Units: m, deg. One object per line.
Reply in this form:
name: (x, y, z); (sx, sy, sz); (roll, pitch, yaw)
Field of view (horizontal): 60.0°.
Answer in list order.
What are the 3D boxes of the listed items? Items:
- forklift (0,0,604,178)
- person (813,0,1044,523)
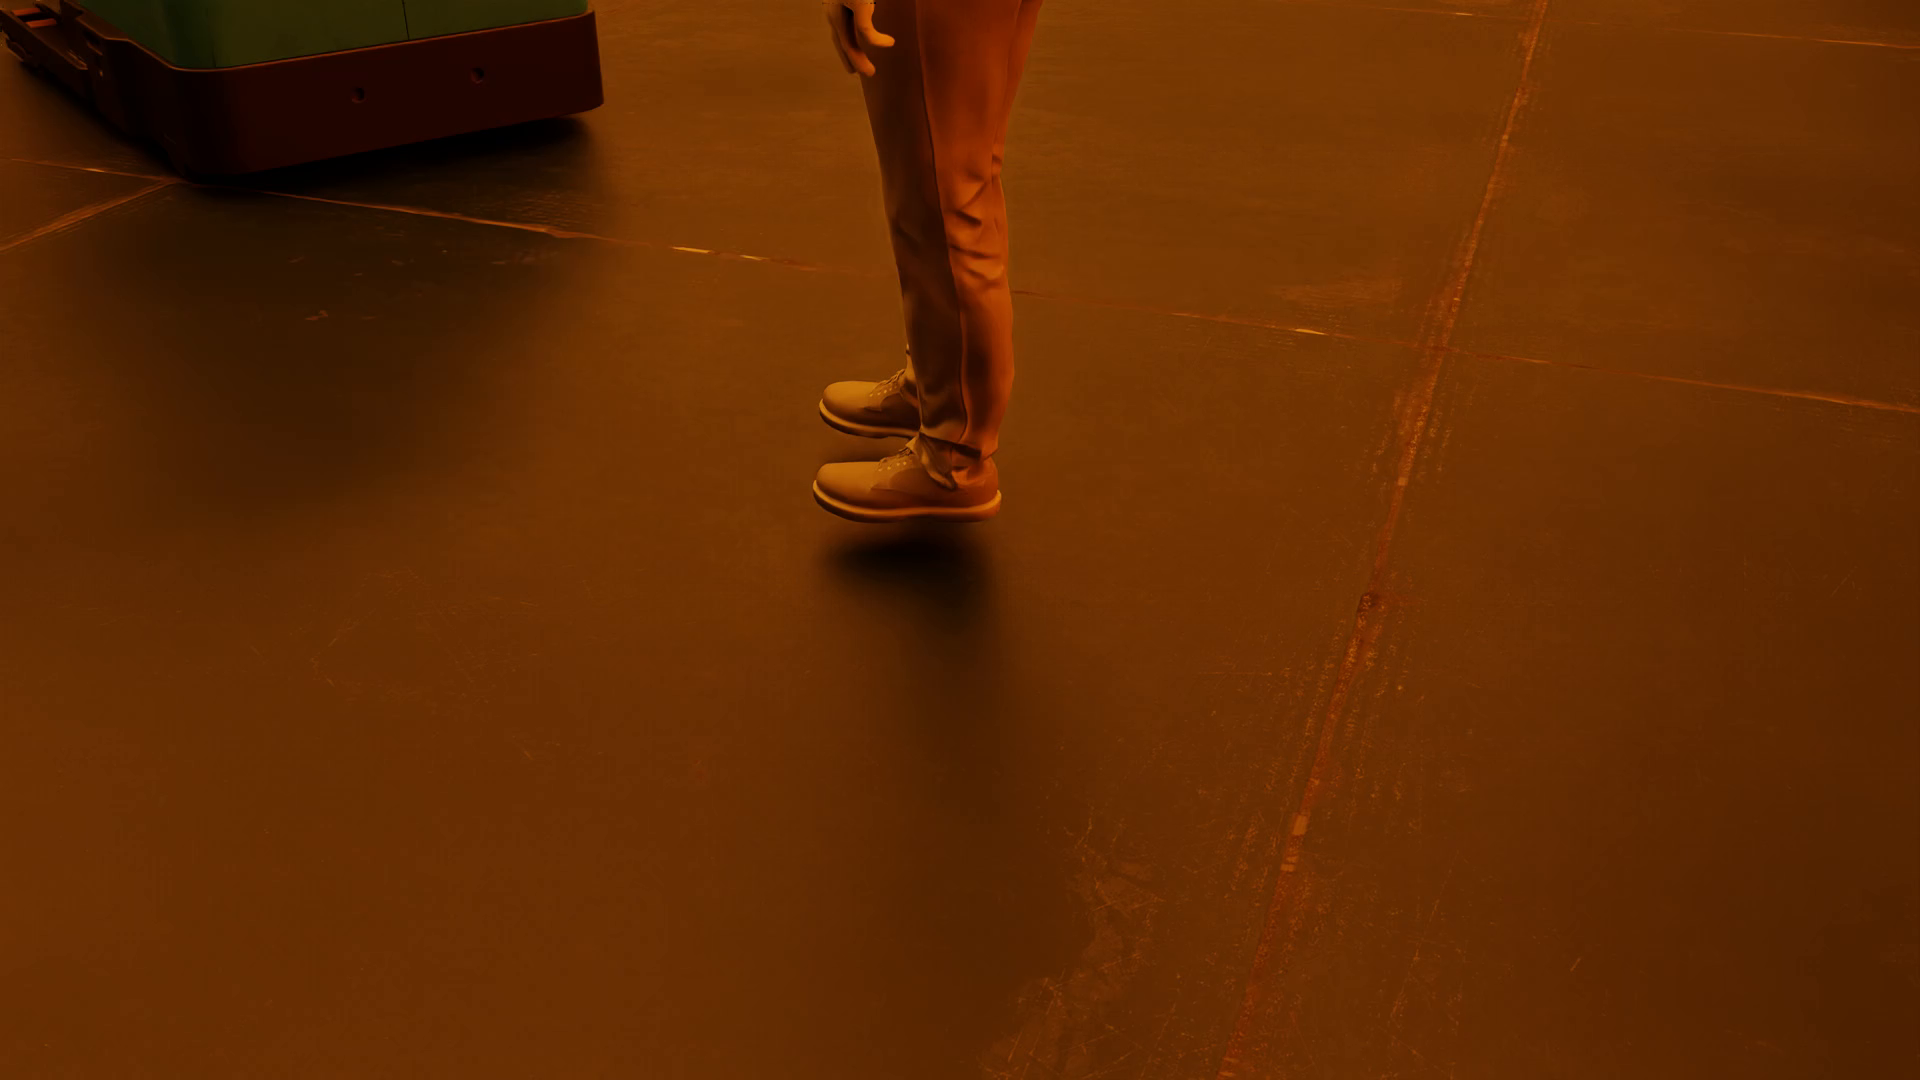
forklift: (-2.248, -2.778, 4.430); (1.130, 2.935, 3.031); (-21, 36, -33)
person: (-0.061, -0.793, 2.084); (0.534, 1.696, 0.587); (10, 31, 18)
